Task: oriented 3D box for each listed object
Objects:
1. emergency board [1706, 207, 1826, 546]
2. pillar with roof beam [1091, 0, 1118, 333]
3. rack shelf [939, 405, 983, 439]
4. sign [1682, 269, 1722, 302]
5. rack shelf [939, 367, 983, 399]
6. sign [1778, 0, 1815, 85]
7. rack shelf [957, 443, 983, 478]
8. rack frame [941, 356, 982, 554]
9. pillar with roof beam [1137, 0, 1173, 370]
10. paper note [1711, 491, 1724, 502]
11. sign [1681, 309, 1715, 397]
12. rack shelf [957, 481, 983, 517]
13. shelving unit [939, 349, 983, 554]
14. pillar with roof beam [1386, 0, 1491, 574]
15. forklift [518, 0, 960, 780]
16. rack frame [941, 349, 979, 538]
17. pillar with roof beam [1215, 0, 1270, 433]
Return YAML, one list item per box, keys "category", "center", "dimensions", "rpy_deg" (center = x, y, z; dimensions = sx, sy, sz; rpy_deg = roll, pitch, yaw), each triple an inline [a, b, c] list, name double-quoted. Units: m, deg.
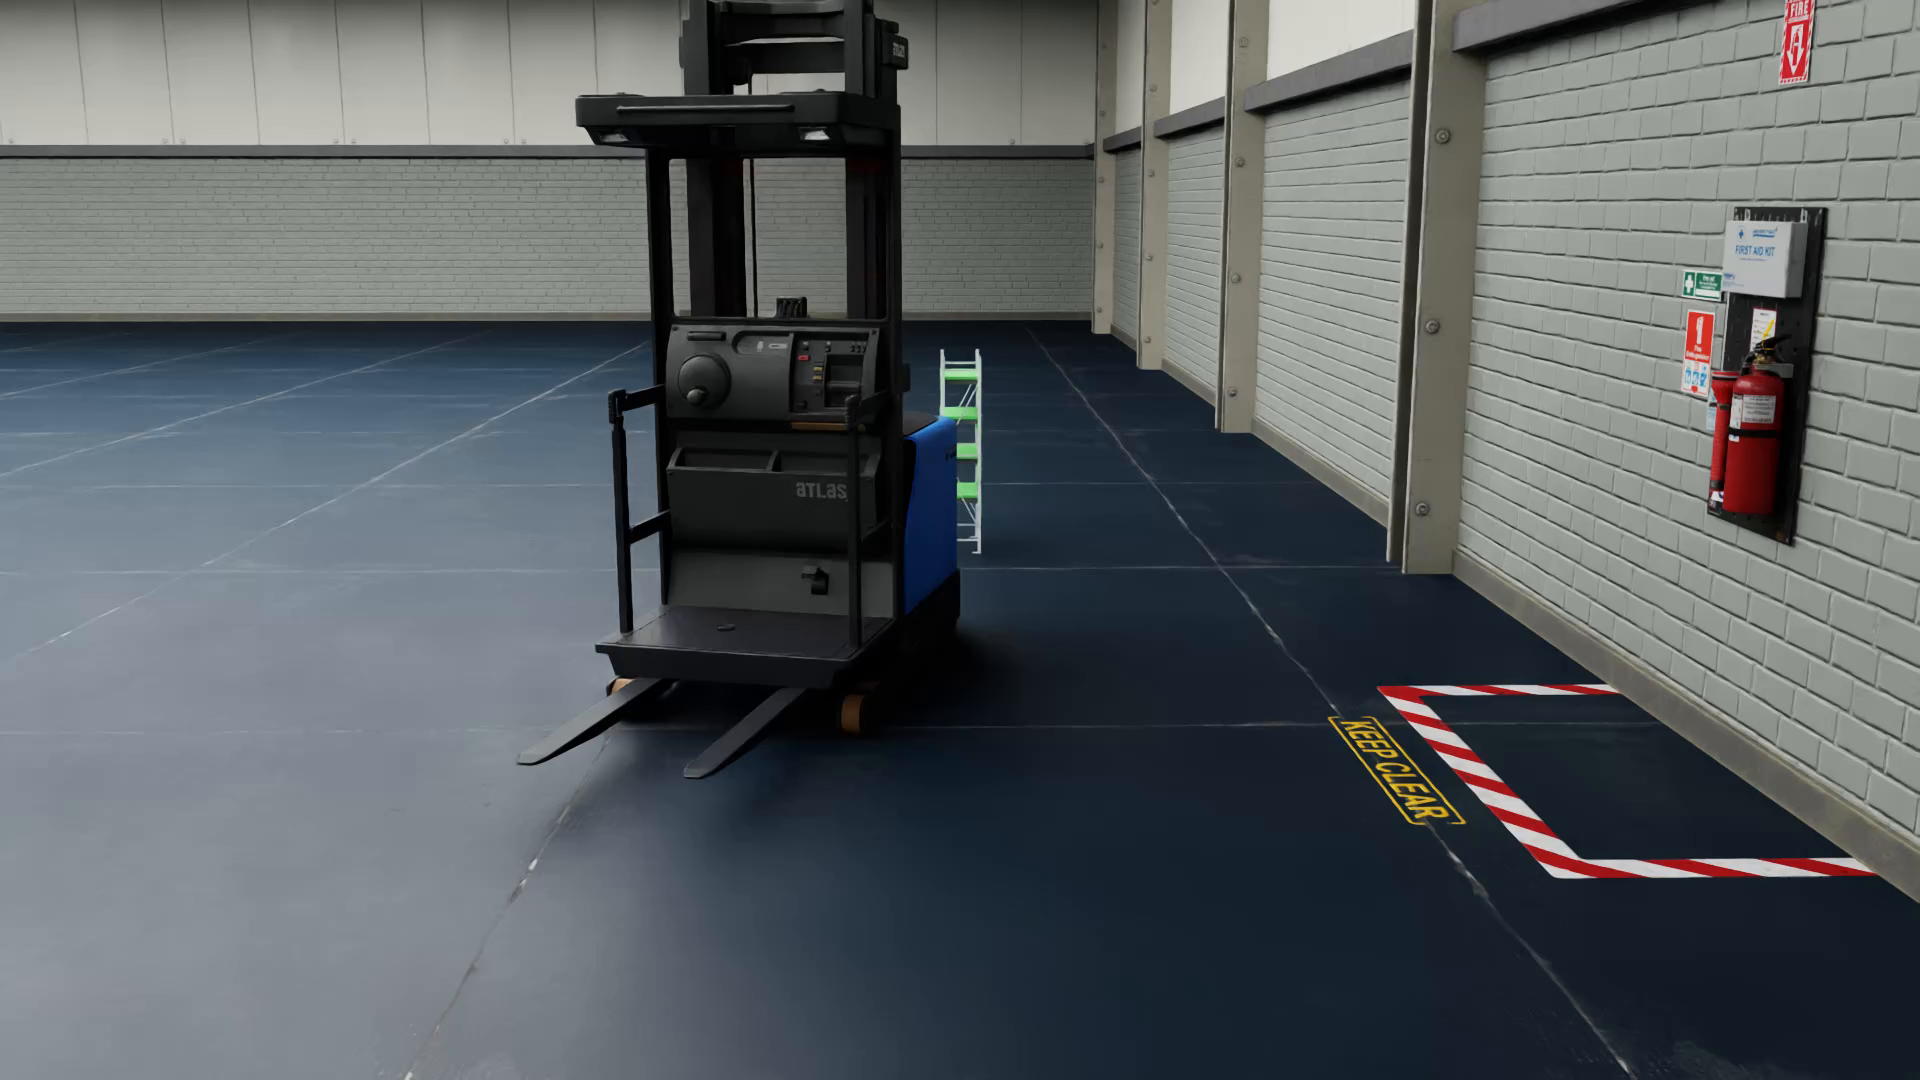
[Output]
- category: "emergency board"
  center: [2.825, -0.612, 6.033]
  dimensions: [0.194, 1.169, 0.643]
  rpy_deg: [0, 11, -1]
- category: "pillar with roof beam"
  center: [-1.962, -7.814, 26.443]
  dimensions: [9.100, 9.000, 0.400]
  rpy_deg: [0, 11, -1]
- category: "rack shelf"
  center: [0.003, -0.728, 10.243]
  dimensions: [0.258, 0.148, 0.480]
  rpy_deg: [0, 11, -1]
- category: "sign"
  center: [2.908, -0.999, 6.516]
  dimensions: [0.001, 0.109, 0.331]
  rpy_deg: [0, 11, -1]
- category: "rack shelf"
  center: [0.003, -0.963, 10.195]
  dimensions: [0.258, 0.148, 0.480]
  rpy_deg: [0, 11, -1]
- category: "sign"
  center: [2.924, -1.750, 5.812]
  dimensions: [0.001, 0.298, 0.199]
  rpy_deg: [0, 11, -1]
- category: "rack shelf"
  center: [0.003, -0.492, 10.290]
  dimensions: [0.258, 0.148, 0.480]
  rpy_deg: [0, 11, -1]
- category: "rack frame"
  center: [0.008, -0.507, 10.039]
  dimensions: [0.240, 1.200, 0.015]
  rpy_deg: [0, 11, -1]
- category: "pillar with roof beam"
  center: [-1.838, -6.621, 20.564]
  dimensions: [9.100, 9.000, 0.400]
  rpy_deg: [0, 11, -1]
- category: "paper note"
  center: [2.890, -0.216, 6.295]
  dimensions: [0.016, 0.148, 0.142]
  rpy_deg: [0, 11, -1]
- category: "sign"
  center: [2.916, -0.740, 6.573]
  dimensions: [0.001, 0.329, 0.234]
  rpy_deg: [0, 11, -1]
- category: "rack shelf"
  center: [0.003, -0.257, 10.338]
  dimensions: [0.258, 0.148, 0.480]
  rpy_deg: [0, 11, -1]
- category: "shelving unit"
  center: [0.003, -0.555, 10.278]
  dimensions: [0.258, 1.200, 0.503]
  rpy_deg: [0, 11, -1]
- category: "pillar with roof beam"
  center: [-1.590, -4.236, 8.806]
  dimensions: [9.100, 9.000, 0.400]
  rpy_deg: [0, 11, -1]
- category: "forklift"
  center: [-0.839, -0.734, 6.806]
  dimensions: [1.130, 2.935, 3.031]
  rpy_deg: [3, 12, 13]
- category: "rack frame"
  center: [-0.002, -0.604, 10.517]
  dimensions: [0.240, 1.200, 0.015]
  rpy_deg: [0, 11, -1]
- category: "pillar with roof beam"
  center: [-1.714, -5.429, 14.685]
  dimensions: [9.100, 9.000, 0.400]
  rpy_deg: [0, 11, -1]
